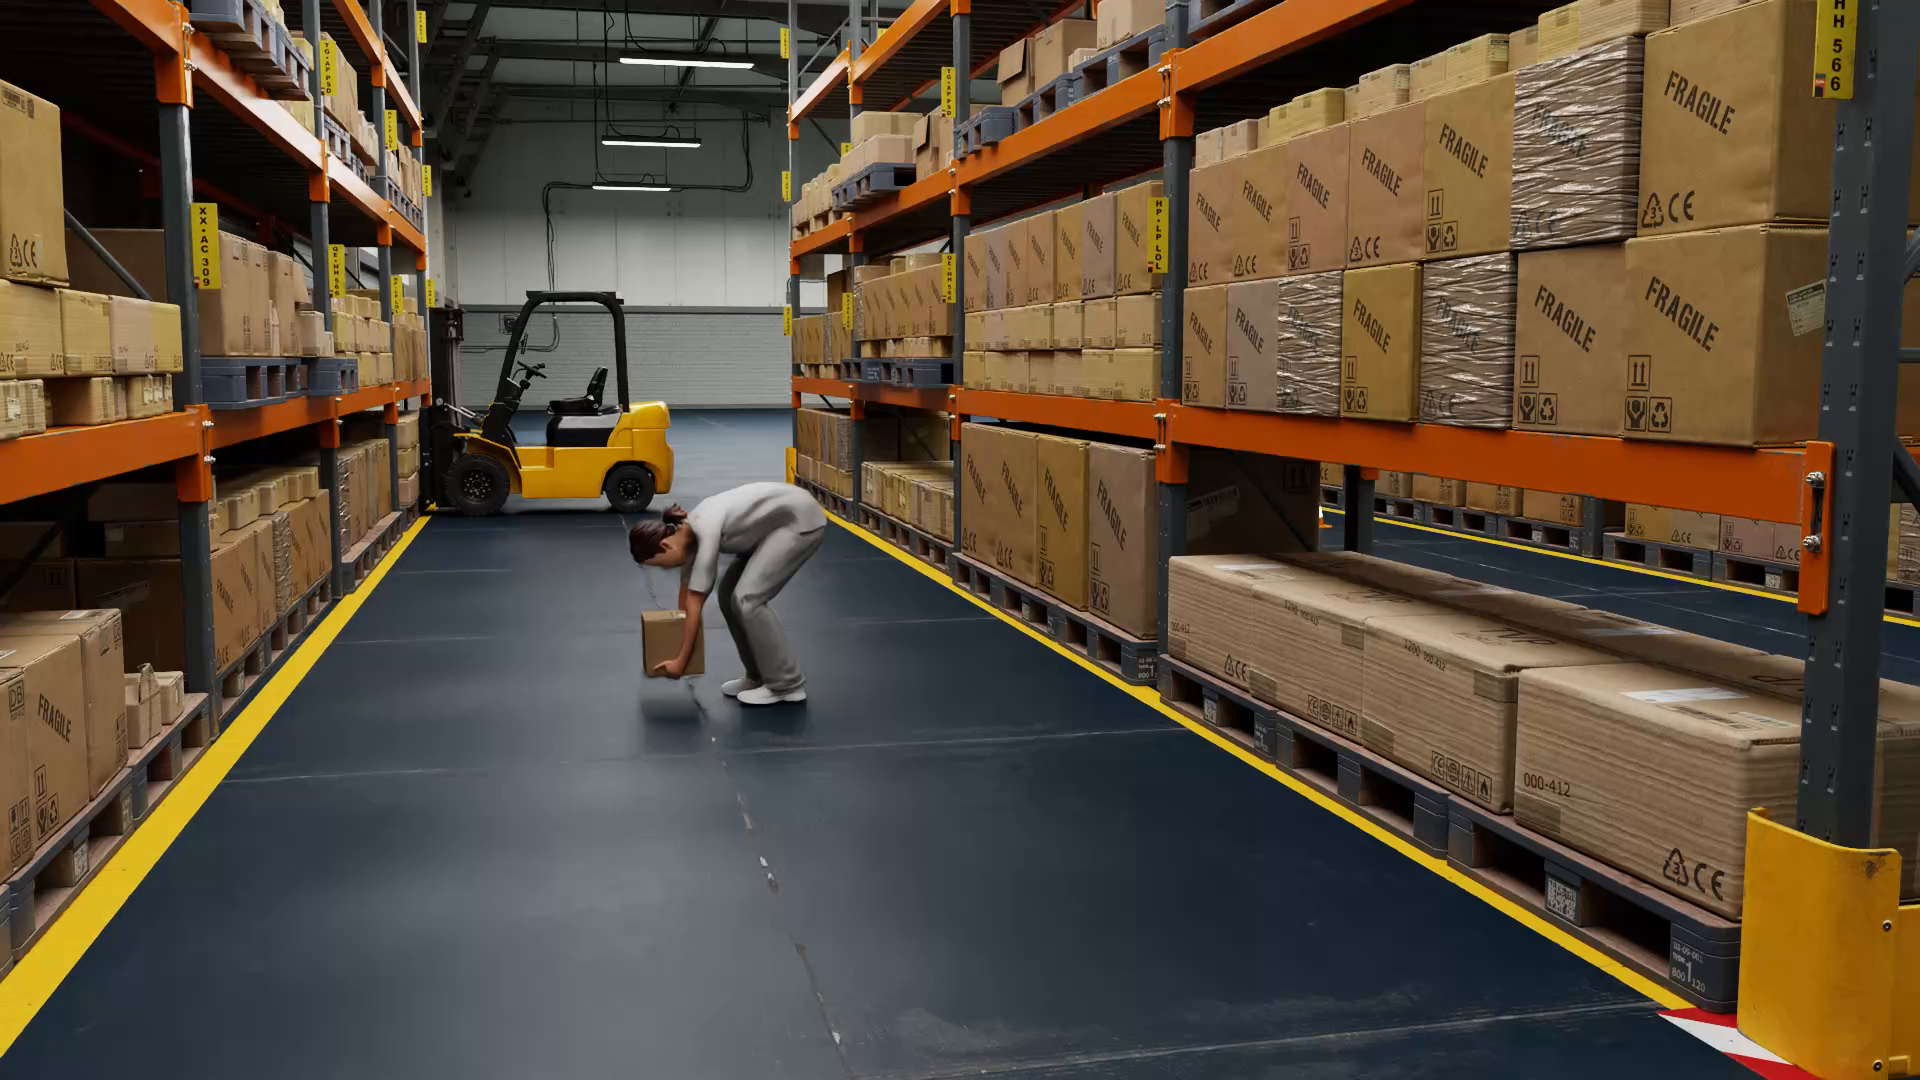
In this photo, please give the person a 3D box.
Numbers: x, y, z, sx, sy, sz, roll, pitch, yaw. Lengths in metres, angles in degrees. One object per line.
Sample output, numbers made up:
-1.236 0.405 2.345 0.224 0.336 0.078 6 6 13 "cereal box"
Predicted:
-1.013 0.232 7.304 0.858 0.962 0.451 -2 6 -16 "person"
